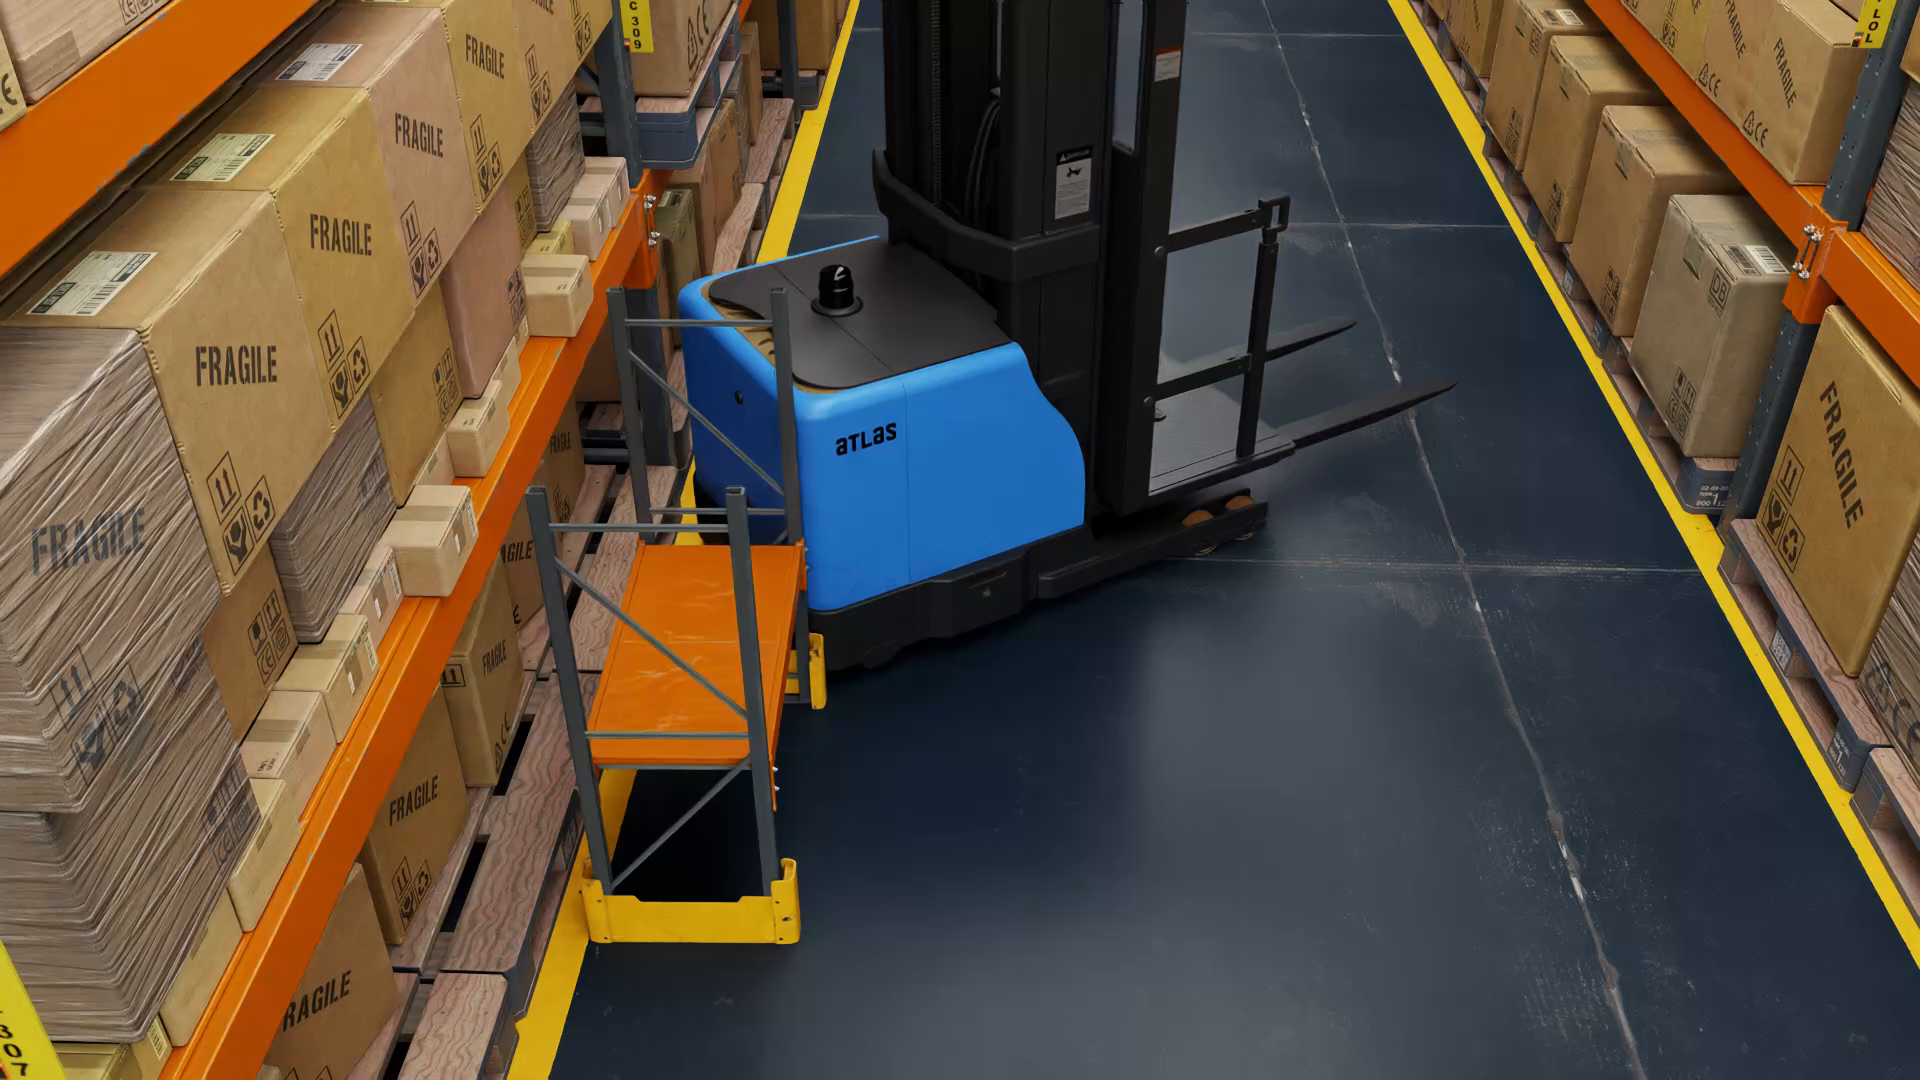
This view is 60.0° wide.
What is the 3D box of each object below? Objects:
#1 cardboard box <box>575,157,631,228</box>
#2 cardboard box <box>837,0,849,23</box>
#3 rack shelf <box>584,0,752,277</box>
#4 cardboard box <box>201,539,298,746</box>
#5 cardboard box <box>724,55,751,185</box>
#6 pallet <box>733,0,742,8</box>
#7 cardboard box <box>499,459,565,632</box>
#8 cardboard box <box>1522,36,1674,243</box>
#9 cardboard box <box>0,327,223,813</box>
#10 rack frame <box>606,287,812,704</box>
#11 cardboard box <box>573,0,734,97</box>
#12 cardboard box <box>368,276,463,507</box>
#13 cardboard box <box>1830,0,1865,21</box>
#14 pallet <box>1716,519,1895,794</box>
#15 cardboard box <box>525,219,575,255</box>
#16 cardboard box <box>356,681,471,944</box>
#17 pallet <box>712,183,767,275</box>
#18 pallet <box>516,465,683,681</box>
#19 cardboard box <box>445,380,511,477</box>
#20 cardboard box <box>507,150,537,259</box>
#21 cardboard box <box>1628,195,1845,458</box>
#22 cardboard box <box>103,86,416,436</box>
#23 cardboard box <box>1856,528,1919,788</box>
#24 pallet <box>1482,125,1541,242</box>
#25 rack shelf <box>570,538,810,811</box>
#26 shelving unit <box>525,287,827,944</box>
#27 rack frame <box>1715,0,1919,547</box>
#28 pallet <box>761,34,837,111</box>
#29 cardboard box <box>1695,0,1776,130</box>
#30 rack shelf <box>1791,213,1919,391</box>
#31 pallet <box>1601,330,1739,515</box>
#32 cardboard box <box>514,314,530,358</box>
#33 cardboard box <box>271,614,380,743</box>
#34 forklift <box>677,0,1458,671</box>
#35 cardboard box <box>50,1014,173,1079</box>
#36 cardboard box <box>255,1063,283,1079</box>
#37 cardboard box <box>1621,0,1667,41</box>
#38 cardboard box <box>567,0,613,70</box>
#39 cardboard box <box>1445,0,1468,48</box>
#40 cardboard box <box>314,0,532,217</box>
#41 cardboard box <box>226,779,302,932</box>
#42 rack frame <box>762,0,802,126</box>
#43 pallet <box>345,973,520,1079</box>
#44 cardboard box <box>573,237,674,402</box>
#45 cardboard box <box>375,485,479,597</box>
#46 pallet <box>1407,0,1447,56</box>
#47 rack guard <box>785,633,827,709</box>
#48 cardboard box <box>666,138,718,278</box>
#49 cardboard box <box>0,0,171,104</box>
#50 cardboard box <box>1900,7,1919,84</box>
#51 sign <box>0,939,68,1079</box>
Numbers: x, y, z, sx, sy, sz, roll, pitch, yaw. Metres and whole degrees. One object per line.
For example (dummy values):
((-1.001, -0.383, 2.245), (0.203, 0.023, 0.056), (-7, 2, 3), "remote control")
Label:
((-1.310, -1.153, 5.500), (0.380, 0.149, 0.250), (1, 35, 2), "cardboard box")
((-1.342, -3.895, 10.665), (1.225, 0.875, 0.875), (1, 35, 2), "cardboard box")
((-1.515, -2.241, 7.455), (1.077, 0.370, 4.000), (1, 35, 2), "rack shelf")
((-1.806, 0.144, 3.090), (0.875, 0.500, 0.500), (1, 35, 2), "cardboard box")
((-1.451, -2.137, 8.473), (0.700, 0.500, 0.500), (-1, 35, -2), "cardboard box")
((-1.473, -2.467, 7.319), (1.003, 0.211, 1.213), (1, 35, 2), "pallet")
((-1.666, 0.023, 5.417), (0.500, 0.500, 0.500), (12, 37, 17), "cardboard box")
((3.372, -1.913, 7.954), (1.050, 0.750, 0.750), (2, 35, 3), "cardboard box")
((-1.461, 0.031, 2.382), (0.500, 0.500, 0.500), (1, 35, 2), "cardboard box")
((-0.735, -0.084, 5.066), (0.500, 1.500, 0.032), (0, 35, 0), "rack frame")
((-1.423, -2.256, 5.965), (1.000, 1.000, 1.000), (2, 35, 2), "cardboard box")
((-1.711, -0.429, 3.906), (0.875, 0.500, 0.500), (1, 35, 2), "cardboard box")
((3.371, -1.949, 5.457), (0.700, 0.500, 0.500), (1, 35, 1), "cardboard box")
((3.248, 0.363, 5.550), (1.003, 0.211, 1.213), (1, 35, 2), "pallet")
((-1.399, -0.867, 5.094), (0.380, 0.149, 0.250), (1, 35, 2), "cardboard box")
((-1.680, 0.701, 4.452), (0.500, 0.500, 0.500), (4, 35, 6), "cardboard box")
((-1.519, -1.395, 8.052), (1.003, 0.211, 1.213), (1, 35, 2), "pallet")
((-1.586, 0.142, 5.865), (1.003, 0.211, 1.213), (1, 35, 2), "pallet")
((-1.385, -0.291, 4.274), (0.380, 0.149, 0.250), (1, 35, 2), "cardboard box")
((-1.730, -1.005, 4.726), (0.875, 0.500, 0.500), (1, 35, 2), "cardboard box")
((3.292, -0.823, 6.404), (1.050, 0.750, 0.750), (1, 35, 2), "cardboard box")
((-1.415, -0.544, 3.199), (0.500, 0.500, 0.500), (1, 35, 2), "cardboard box")
((3.229, 0.362, 4.609), (0.875, 0.875, 0.875), (2, 35, 2), "cardboard box")
((3.411, -1.919, 8.797), (1.003, 0.211, 1.213), (1, 35, 2), "pallet")
((-0.739, 0.355, 4.753), (0.538, 0.185, 1.000), (0, 35, 0), "rack shelf")
((-0.739, 0.203, 4.657), (0.587, 1.500, 1.083), (0, 35, 0), "shelving unit")
((3.357, -1.213, 5.368), (1.000, 3.000, 0.127), (1, 35, 2), "rack frame")
((-1.327, -2.994, 10.327), (1.003, 0.211, 1.213), (1, 35, 2), "pallet")
((3.131, -1.850, 6.187), (0.500, 0.500, 0.500), (1, 35, 1), "cardboard box")
((3.277, 0.230, 3.940), (1.077, 0.370, 4.000), (1, 35, 2), "rack shelf")
((3.313, -0.517, 6.803), (1.003, 0.211, 1.213), (1, 35, 2), "pallet")
((-1.440, -0.580, 4.686), (0.380, 0.149, 0.250), (1, 35, 2), "cardboard box")
((-1.445, 0.283, 3.457), (0.380, 0.149, 0.250), (1, 35, 2), "cardboard box")
((0.561, -1.385, 5.671), (3.031, 2.935, 1.130), (-19, 39, -25), "forklift")
((-1.506, 0.857, 2.641), (0.380, 0.149, 0.250), (1, 35, 2), "cardboard box")
((-1.714, 1.405, 3.451), (0.500, 0.500, 0.500), (8, 36, 11), "cardboard box")
((3.169, -2.433, 7.016), (0.500, 0.500, 0.500), (1, 35, 1), "cardboard box")
((-1.338, -1.693, 4.835), (0.500, 0.500, 0.500), (1, 35, 2), "cardboard box")
((3.308, -3.343, 10.207), (0.500, 0.500, 0.500), (3, 35, 4), "cardboard box")
((-1.378, -1.118, 4.017), (0.500, 0.500, 0.500), (1, 35, 2), "cardboard box")
((-1.452, 0.570, 3.048), (0.380, 0.149, 0.250), (1, 35, 2), "cardboard box")
((-1.434, -3.684, 8.883), (1.000, 3.000, 0.127), (1, 35, 2), "rack frame")
((-1.684, 1.544, 3.870), (1.003, 0.211, 1.213), (1, 35, 2), "pallet")
((-1.549, -0.895, 6.707), (0.700, 0.500, 0.500), (-1, 35, -2), "cardboard box")
((-1.349, -0.003, 3.864), (0.380, 0.149, 0.250), (1, 35, 2), "cardboard box")
((3.602, -3.519, 11.073), (1.003, 0.211, 1.213), (1, 35, 2), "pallet")
((-0.735, 0.428, 5.424), (0.587, 0.250, 0.087), (0, 35, 0), "rack guard")
((-1.489, -1.491, 7.553), (0.700, 0.500, 0.500), (-2, 35, -2), "cardboard box")
((-1.463, -0.821, 2.331), (0.500, 0.250, 0.500), (1, 35, 1), "cardboard box")
((3.308, -1.505, 4.714), (0.875, 0.550, 0.550), (1, 35, 2), "cardboard box")
((-1.213, 0.570, 2.077), (0.100, 0.325, 0.005), (1, 35, 2), "sign")
